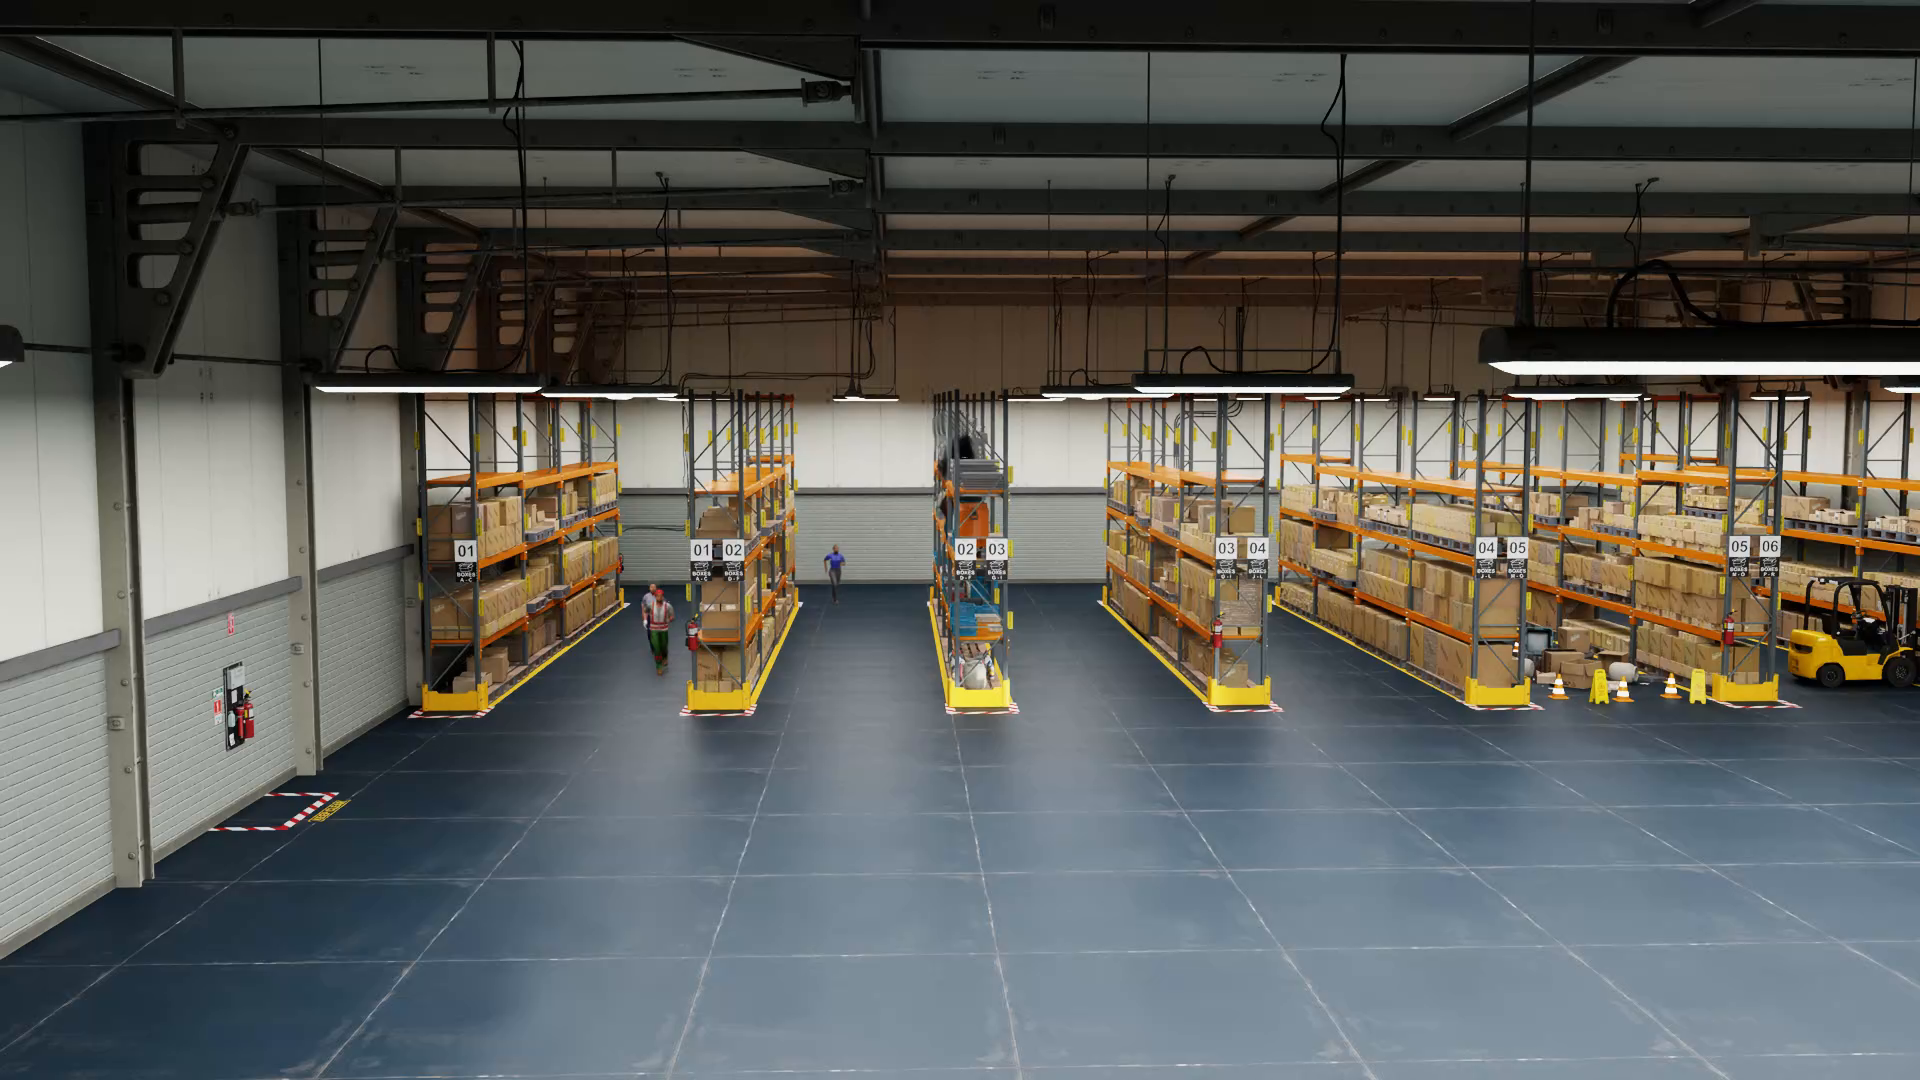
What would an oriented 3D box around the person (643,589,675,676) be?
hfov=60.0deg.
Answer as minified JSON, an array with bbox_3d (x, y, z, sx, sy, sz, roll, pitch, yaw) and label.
[{"bbox_3d":[-6.412,1.937,35.431,0.668,1.788,0.961,-1,5,-12],"label":"person"}]

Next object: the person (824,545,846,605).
[{"bbox_3d":[-3.598,0.987,47.911,0.548,1.686,0.866,-2,5,-26],"label":"person"}]

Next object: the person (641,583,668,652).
[{"bbox_3d":[-7.060,1.795,38.391,0.599,1.608,0.531,0,5,-6],"label":"person"}]

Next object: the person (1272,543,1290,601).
[{"bbox_3d":[9.507,0.884,48.754,0.826,1.772,0.697,-1,5,-15],"label":"person"}]
